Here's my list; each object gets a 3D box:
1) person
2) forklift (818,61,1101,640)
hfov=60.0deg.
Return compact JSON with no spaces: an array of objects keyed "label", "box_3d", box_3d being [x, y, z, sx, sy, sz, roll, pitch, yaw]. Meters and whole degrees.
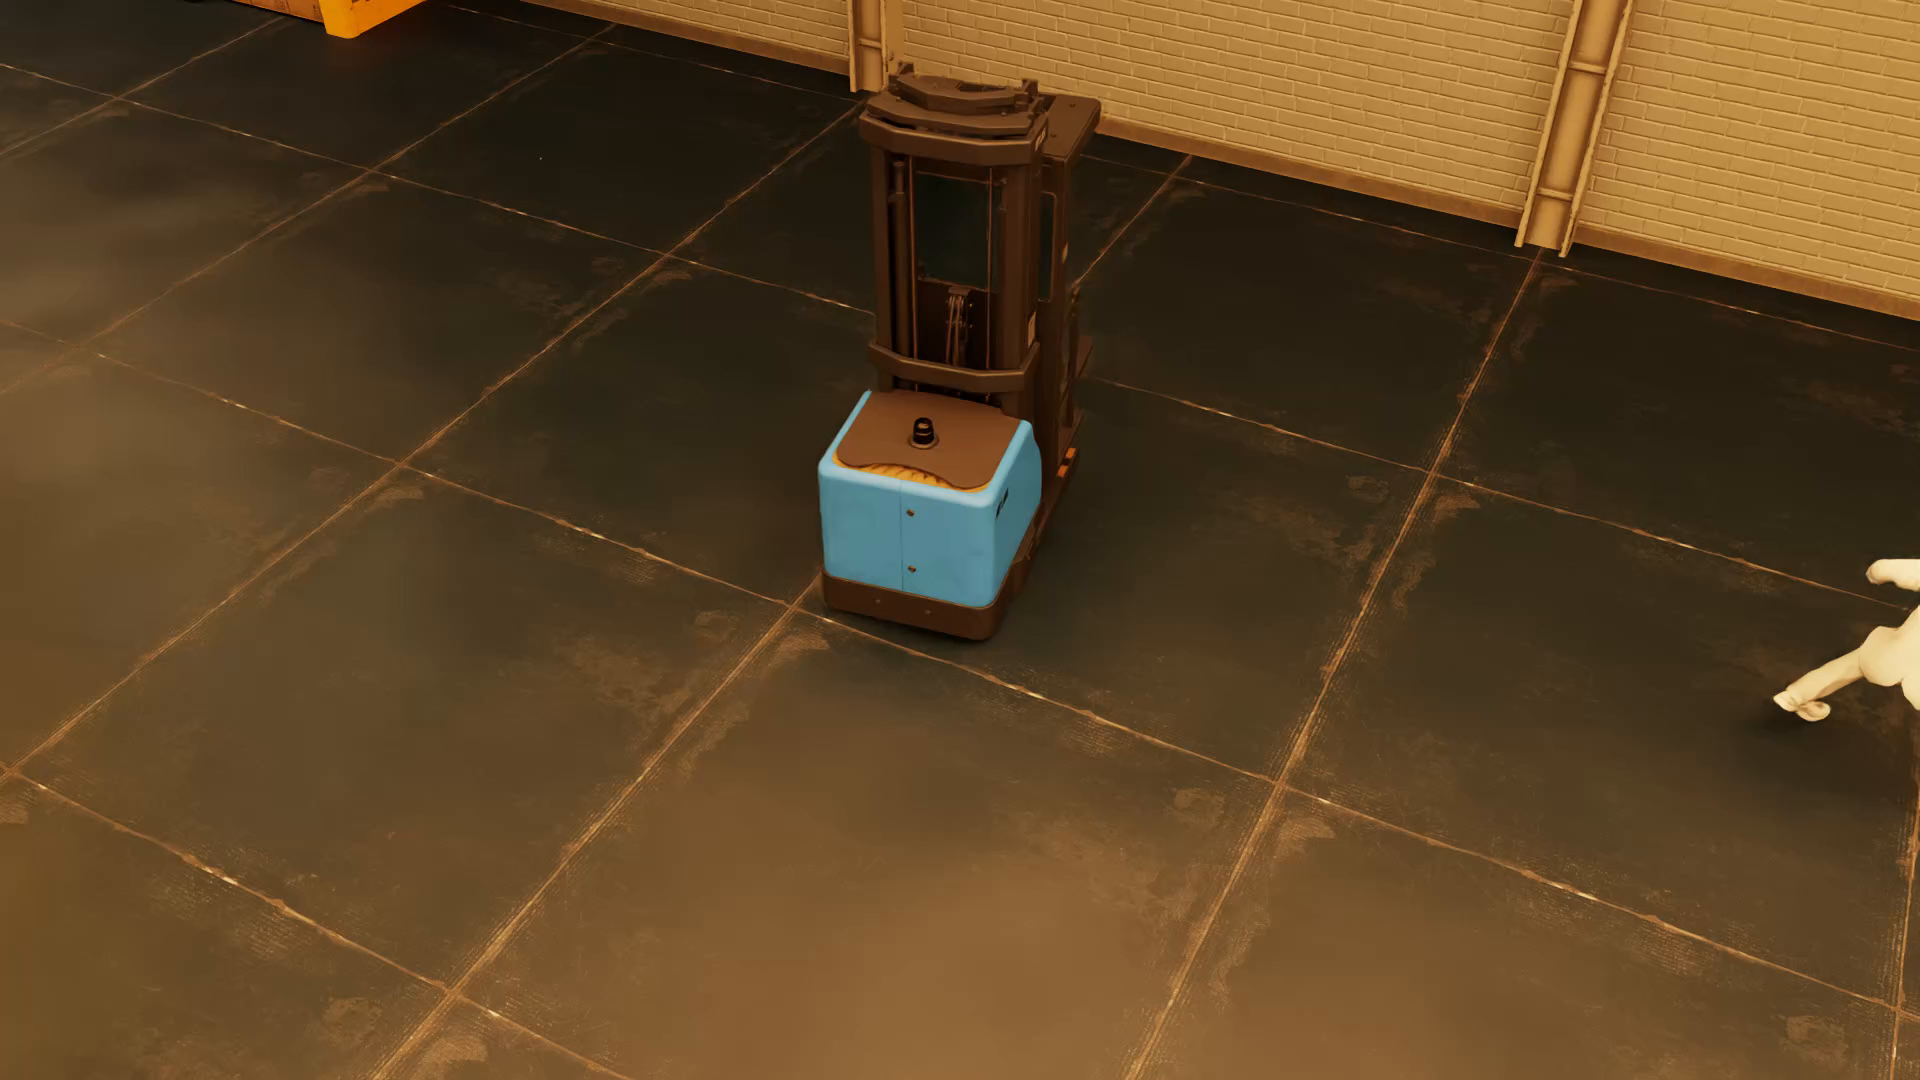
[{"label":"person","box_3d":[4.885,0.680,8.260,0.569,1.674,1.223,-20,44,-22]},{"label":"forklift","box_3d":[0.143,-1.510,9.780,1.130,2.935,3.031,12,42,14]}]
